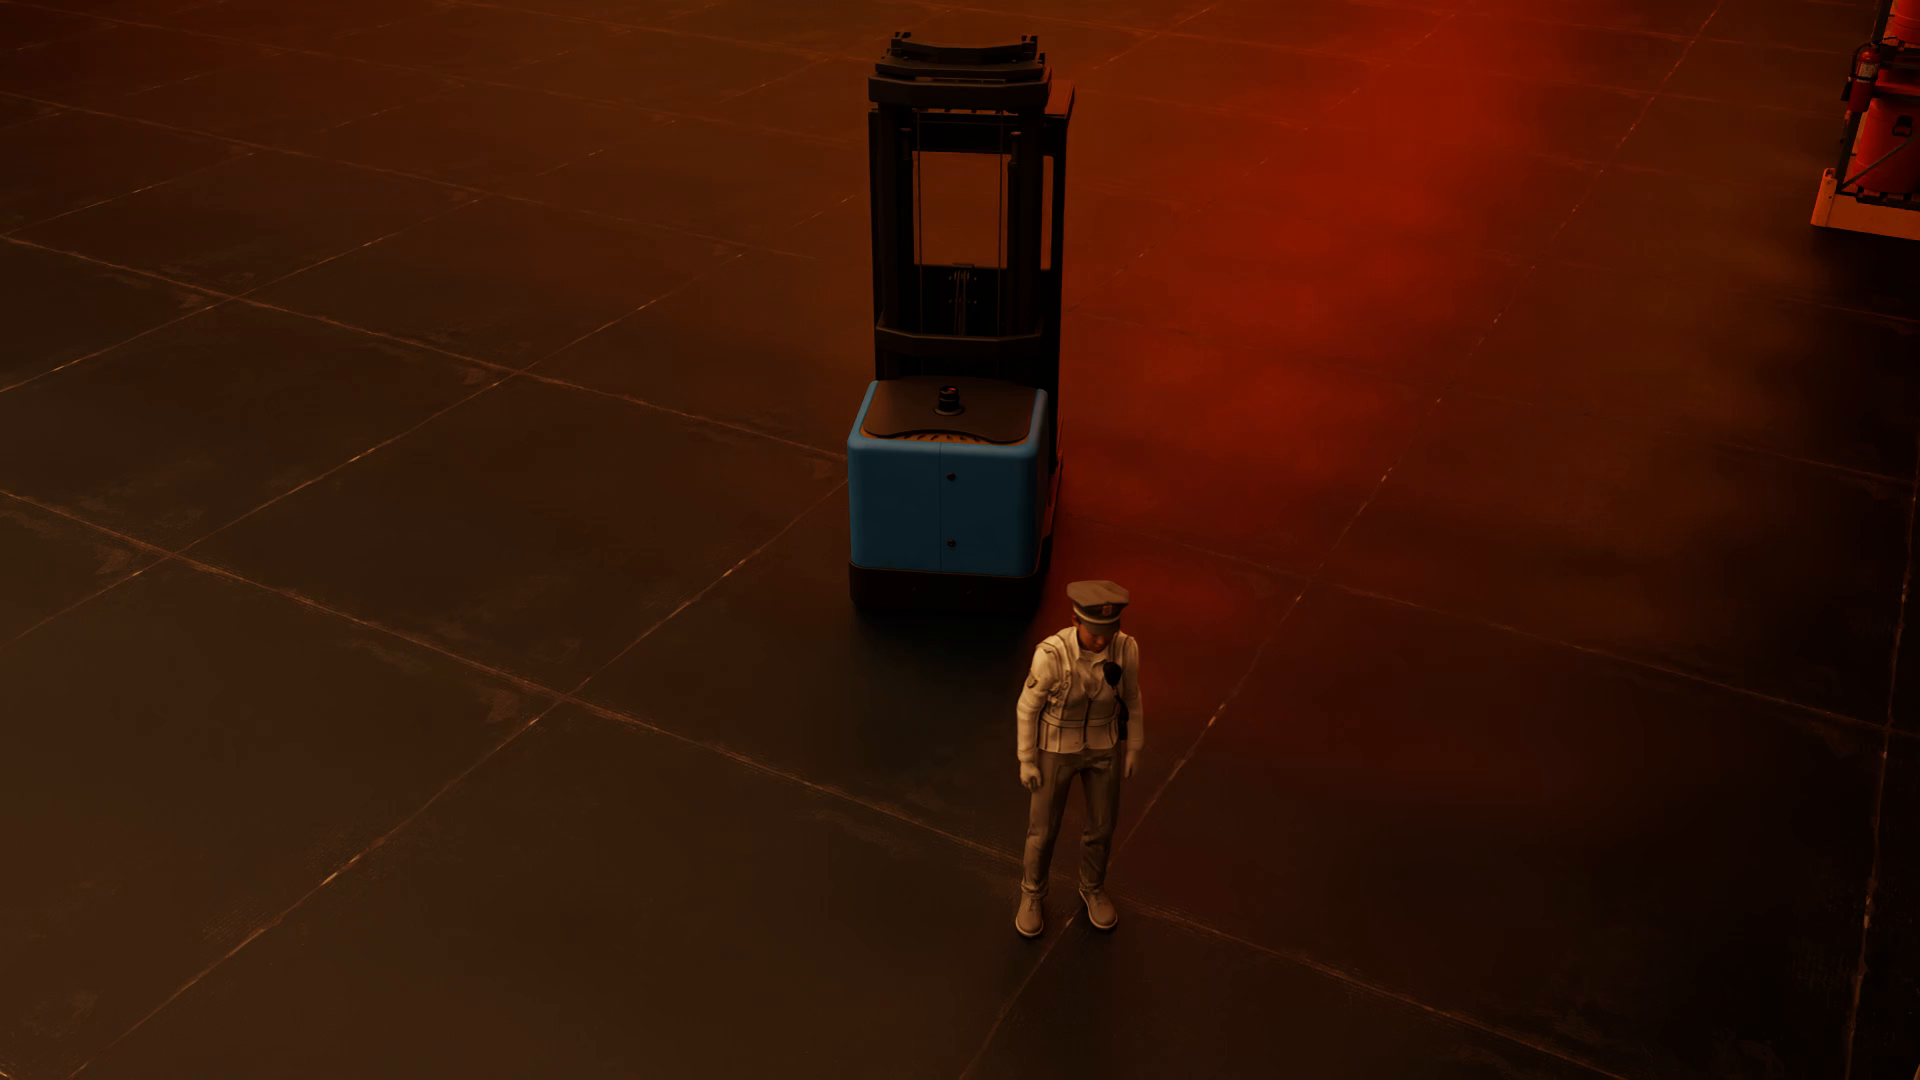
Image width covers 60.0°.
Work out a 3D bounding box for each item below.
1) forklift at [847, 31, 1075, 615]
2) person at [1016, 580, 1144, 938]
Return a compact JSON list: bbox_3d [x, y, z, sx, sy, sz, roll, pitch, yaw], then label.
[{"bbox_3d":[0.072,-1.572,9.794,1.130,2.935,3.031,3,30,6],"label":"forklift"},{"bbox_3d":[0.492,0.878,6.820,0.542,1.662,0.375,-5,30,-9],"label":"person"}]
